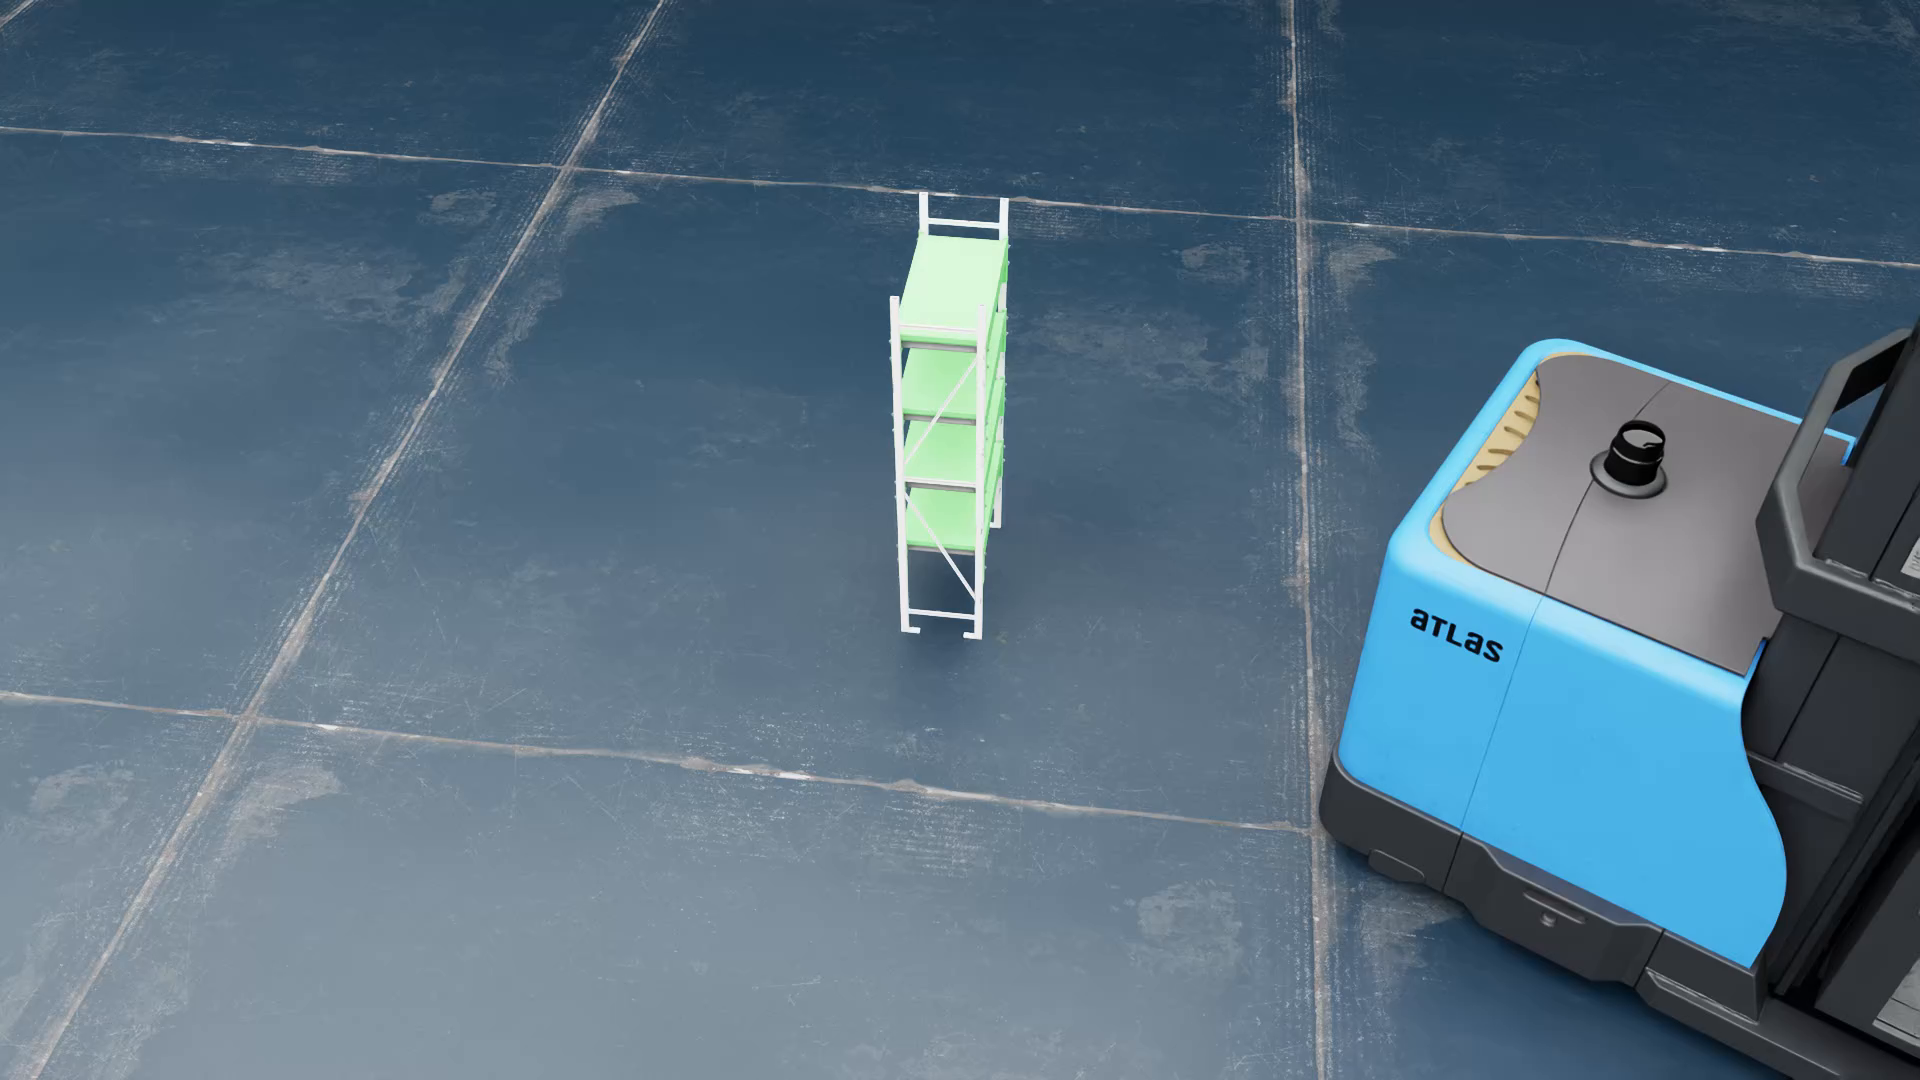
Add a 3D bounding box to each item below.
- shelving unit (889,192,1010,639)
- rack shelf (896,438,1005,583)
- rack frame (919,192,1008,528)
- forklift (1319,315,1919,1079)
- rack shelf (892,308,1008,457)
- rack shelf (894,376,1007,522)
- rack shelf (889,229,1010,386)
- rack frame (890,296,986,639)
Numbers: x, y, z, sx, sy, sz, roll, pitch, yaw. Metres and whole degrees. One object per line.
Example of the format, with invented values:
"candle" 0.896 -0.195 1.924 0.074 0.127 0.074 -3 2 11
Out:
"shelving unit" -0.022 -0.323 4.718 0.258 1.200 0.503 5 44 6
"rack shelf" -0.022 -0.102 4.927 0.258 0.148 0.480 5 44 6
"rack frame" 0.010 -0.489 4.894 0.240 1.200 0.015 5 44 6
"forklift" 2.452 0.018 3.099 3.031 2.935 1.130 25 49 24
"rack shelf" -0.022 -0.451 4.597 0.258 0.148 0.480 5 44 6
"rack shelf" -0.022 -0.276 4.762 0.258 0.148 0.480 5 44 6
"rack shelf" -0.022 -0.625 4.432 0.258 0.148 0.480 5 44 6
"rack frame" -0.054 -0.157 4.543 0.240 1.200 0.015 5 44 6
